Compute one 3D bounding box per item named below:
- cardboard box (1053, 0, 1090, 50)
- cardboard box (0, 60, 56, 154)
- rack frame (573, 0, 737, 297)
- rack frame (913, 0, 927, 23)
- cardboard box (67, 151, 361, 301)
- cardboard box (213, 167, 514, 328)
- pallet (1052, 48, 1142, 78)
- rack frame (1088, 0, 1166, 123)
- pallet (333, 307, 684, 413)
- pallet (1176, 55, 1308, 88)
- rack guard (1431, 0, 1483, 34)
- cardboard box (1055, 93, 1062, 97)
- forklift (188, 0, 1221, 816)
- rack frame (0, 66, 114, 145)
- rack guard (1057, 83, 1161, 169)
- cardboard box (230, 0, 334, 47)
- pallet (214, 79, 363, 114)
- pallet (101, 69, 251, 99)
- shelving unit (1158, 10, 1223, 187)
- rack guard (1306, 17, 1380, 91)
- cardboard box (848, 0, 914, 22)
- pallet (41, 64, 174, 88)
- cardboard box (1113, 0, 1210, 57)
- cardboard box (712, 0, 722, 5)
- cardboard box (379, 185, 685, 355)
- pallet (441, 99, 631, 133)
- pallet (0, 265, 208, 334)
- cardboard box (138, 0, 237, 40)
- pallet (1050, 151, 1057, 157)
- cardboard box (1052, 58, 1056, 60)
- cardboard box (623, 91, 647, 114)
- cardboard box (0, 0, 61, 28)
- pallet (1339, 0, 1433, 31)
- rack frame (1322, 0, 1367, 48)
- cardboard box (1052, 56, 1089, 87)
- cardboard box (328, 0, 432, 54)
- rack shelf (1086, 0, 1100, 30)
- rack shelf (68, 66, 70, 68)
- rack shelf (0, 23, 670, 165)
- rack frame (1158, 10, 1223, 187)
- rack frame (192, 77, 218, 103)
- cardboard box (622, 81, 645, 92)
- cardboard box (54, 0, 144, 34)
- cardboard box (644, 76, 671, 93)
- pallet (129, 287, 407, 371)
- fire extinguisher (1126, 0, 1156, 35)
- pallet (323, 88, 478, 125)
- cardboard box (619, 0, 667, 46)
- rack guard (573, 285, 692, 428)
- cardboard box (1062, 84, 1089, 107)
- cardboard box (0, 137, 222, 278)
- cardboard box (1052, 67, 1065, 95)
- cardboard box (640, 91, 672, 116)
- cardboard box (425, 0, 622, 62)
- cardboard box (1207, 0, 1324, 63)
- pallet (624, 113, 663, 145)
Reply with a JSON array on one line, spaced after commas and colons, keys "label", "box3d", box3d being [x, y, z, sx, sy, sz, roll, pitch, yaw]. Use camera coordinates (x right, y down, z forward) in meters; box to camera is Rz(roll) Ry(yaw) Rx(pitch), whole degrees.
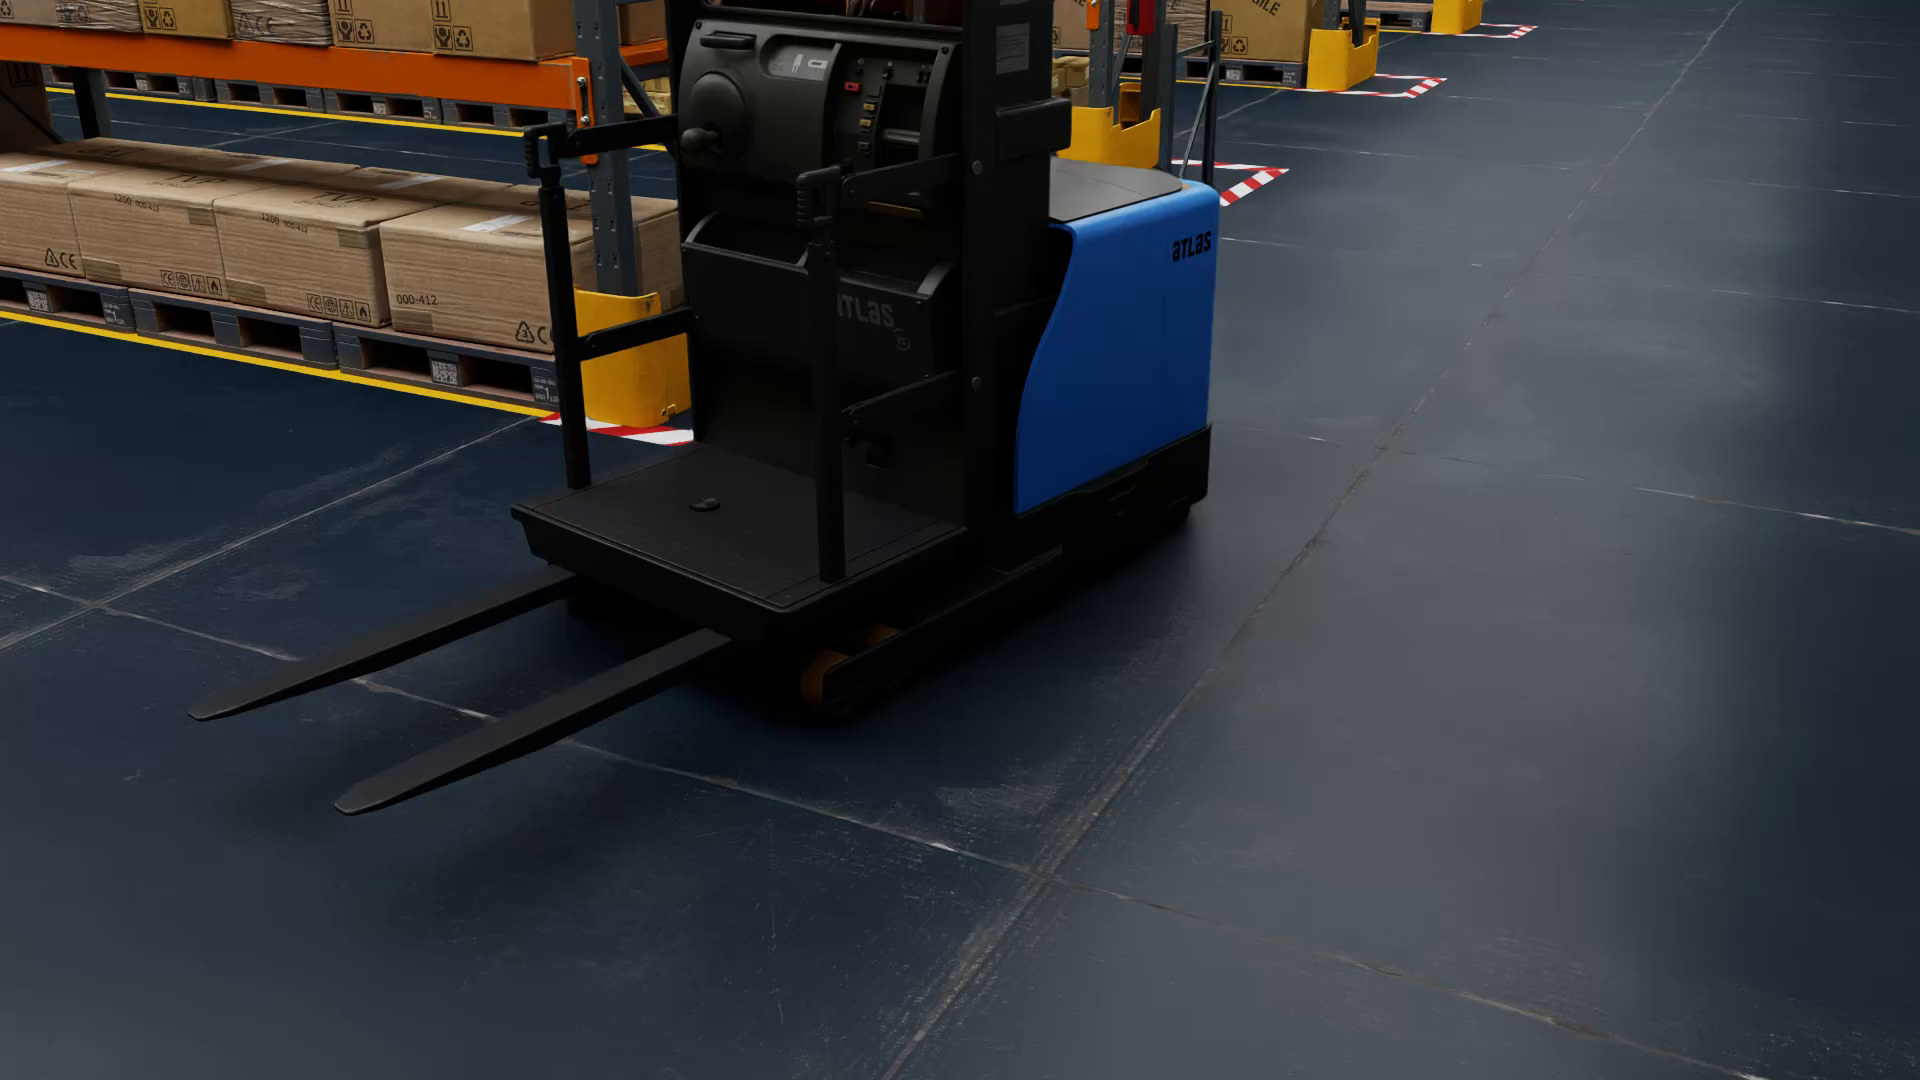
[{"label": "cardboard box", "box3d": [1.184, -5.108, 15.606, 0.875, 0.875, 0.875, 11, 25, 25]}, {"label": "cardboard box", "box3d": [-5.233, -2.032, 8.373, 0.875, 0.875, 0.875, 12, 26, 26]}, {"label": "rack frame", "box3d": [-1.073, -2.028, 6.187, 0.127, 3.000, 1.000, 11, 25, 25]}, {"label": "rack frame", "box3d": [-0.172, -6.196, 15.986, 0.127, 3.000, 1.000, 11, 25, 25]}, {"label": "cardboard box", "box3d": [-3.332, -1.443, 7.547, 0.875, 0.438, 0.875, 10, 25, 23]}, {"label": "cardboard box", "box3d": [-2.528, -1.283, 7.171, 0.875, 0.438, 0.875, 12, 26, 26]}, {"label": "pallet", "box3d": [1.564, -4.536, 15.646, 1.213, 0.211, 1.003, 11, 25, 25]}, {"label": "rack frame", "box3d": [1.070, -3.775, 10.294, 0.127, 3.000, 1.000, 11, 25, 25]}, {"label": "pallet", "box3d": [-1.822, -0.859, 7.000, 1.213, 0.211, 1.003, 11, 25, 25]}, {"label": "pallet", "box3d": [2.649, -4.320, 15.139, 1.213, 0.211, 1.003, 11, 25, 25]}, {"label": "rack guard", "box3d": [5.660, -6.069, 18.883, 0.348, 0.500, 1.175, 11, 25, 25]}, {"label": "cardboard box", "box3d": [0.470, -2.787, 10.696, 0.250, 0.149, 0.380, 10, 25, 23]}, {"label": "forklift", "box3d": [-0.523, -1.124, 4.148, 1.130, 2.935, 3.031, 18, 29, 36]}, {"label": "rack frame", "box3d": [-4.643, -2.735, 7.848, 0.127, 3.000, 1.000, 11, 25, 25]}, {"label": "rack guard", "box3d": [1.002, -2.638, 10.815, 0.348, 0.500, 1.175, 11, 25, 25]}, {"label": "cardboard box", "box3d": [-2.528, -2.248, 6.576, 0.500, 0.500, 0.500, 12, 26, 26]}, {"label": "pallet", "box3d": [-5.373, -3.766, 13.836, 1.213, 0.211, 1.003, 11, 25, 25]}, {"label": "pallet", "box3d": [-6.739, -4.070, 14.551, 1.213, 0.211, 1.003, 11, 25, 25]}, {"label": "shelving unit", "box3d": [0.314, -1.112, 5.948, 1.048, 1.500, 0.538, 11, 25, 24]}, {"label": "rack guard", "box3d": [3.419, -4.335, 14.805, 0.348, 0.500, 1.175, 11, 25, 25]}, {"label": "cardboard box", "box3d": [-0.752, -5.517, 16.569, 0.875, 0.875, 1.225, 11, 26, 25]}, {"label": "pallet", "box3d": [-7.824, -4.286, 15.058, 1.213, 0.211, 1.003, 11, 25, 25]}, {"label": "cardboard box", "box3d": [1.979, -4.951, 15.237, 0.875, 0.875, 0.875, 11, 25, 25]}, {"label": "cardboard box", "box3d": [-2.343, -5.828, 17.301, 0.875, 0.875, 1.225, 11, 26, 25]}, {"label": "cardboard box", "box3d": [-1.708, -1.124, 6.798, 0.875, 0.438, 0.875, 10, 25, 23]}, {"label": "pallet", "box3d": [-3.195, -3.335, 12.823, 1.213, 0.211, 1.003, 11, 25, 25]}, {"label": "pallet", "box3d": [-4.000, -1.290, 8.013, 1.213, 0.211, 1.003, 11, 25, 25]}, {"label": "cardboard box", "box3d": [-2.995, -2.335, 6.780, 0.500, 0.500, 0.500, 12, 26, 26]}, {"label": "pallet", "box3d": [0.293, -2.661, 11.238, 1.213, 0.211, 1.003, 11, 25, 25]}, {"label": "cardboard box", "box3d": [0.455, -3.148, 11.166, 0.250, 0.149, 0.380, 12, 26, 25]}, {"label": "cardboard box", "box3d": [-2.320, -3.186, 12.016, 0.250, 0.149, 0.380, 10, 25, 22]}, {"label": "cardboard box", "box3d": [-3.895, -2.516, 7.206, 0.500, 0.500, 0.500, 11, 26, 25]}, {"label": "pallet", "box3d": [4.914, -6.095, 19.313, 1.213, 0.211, 1.003, 11, 25, 25]}, {"label": "rack frame", "box3d": [3.398, -5.490, 14.325, 0.127, 3.000, 1.000, 11, 25, 25]}, {"label": "cardboard box", "box3d": [0.756, -3.141, 11.150, 0.250, 0.149, 0.380, 10, 25, 22]}, {"label": "cardboard box", "box3d": [-2.064, -2.161, 6.371, 0.500, 0.500, 0.500, 11, 25, 23]}, {"label": "rack shelf", "box3d": [-0.715, -3.797, 11.265, 4.000, 0.370, 1.077, 11, 25, 25]}, {"label": "rack shelf", "box3d": [-6.428, -2.757, 8.819, 4.000, 0.370, 1.077, 11, 25, 25]}, {"label": "rack shelf", "box3d": [-2.858, -2.051, 7.158, 4.000, 0.370, 1.077, 11, 25, 25]}, {"label": "rack frame", "box3d": [0.770, -1.024, 5.740, 0.032, 1.500, 0.500, 11, 25, 24]}, {"label": "rack frame", "box3d": [-6.070, -5.188, 13.616, 0.127, 3.000, 1.000, 11, 25, 25]}, {"label": "cardboard box", "box3d": [-2.321, -3.324, 11.959, 0.250, 0.149, 0.380, 12, 26, 27]}, {"label": "cardboard box", "box3d": [-3.454, -2.426, 6.994, 0.500, 0.500, 0.500, 11, 26, 25]}, {"label": "cardboard box", "box3d": [-2.054, -3.310, 11.928, 0.250, 0.149, 0.380, 11, 26, 25]}, {"label": "pallet", "box3d": [-2.907, -1.075, 7.508, 1.213, 0.211, 1.003, 11, 25, 25]}, {"label": "fire extinguisher", "box3d": [1.086, -3.362, 9.898, 0.183, 0.674, 0.296, 11, 25, 25]}, {"label": "pallet", "box3d": [-4.288, -3.550, 13.328, 1.213, 0.211, 1.003, 11, 25, 25]}, {"label": "cardboard box", "box3d": [-1.372, -2.259, 6.602, 0.500, 0.500, 0.500, 11, 25, 24]}, {"label": "rack guard", "box3d": [-1.052, -0.874, 6.666, 0.348, 0.500, 1.175, 11, 25, 25]}, {"label": "cardboard box", "box3d": [0.718, -2.975, 11.140, 0.250, 0.149, 0.380, 12, 26, 27]}, {"label": "cardboard box", "box3d": [-4.131, -1.601, 7.918, 0.875, 0.438, 0.875, 11, 25, 24]}, {"label": "cardboard box", "box3d": [0.483, -2.935, 10.665, 0.250, 0.149, 0.380, 12, 26, 25]}, {"label": "cardboard box", "box3d": [-2.082, -3.139, 11.905, 0.250, 0.149, 0.380, 12, 26, 26]}, {"label": "cardboard box", "box3d": [-1.623, -2.067, 6.150, 0.500, 0.500, 0.500, 11, 26, 25]}, {"label": "cardboard box", "box3d": [2.791, -4.790, 14.859, 0.875, 0.875, 0.875, 11, 25, 25]}, {"label": "pallet", "box3d": [-1.885, -3.092, 12.251, 1.213, 0.211, 1.003, 11, 25, 25]}]
